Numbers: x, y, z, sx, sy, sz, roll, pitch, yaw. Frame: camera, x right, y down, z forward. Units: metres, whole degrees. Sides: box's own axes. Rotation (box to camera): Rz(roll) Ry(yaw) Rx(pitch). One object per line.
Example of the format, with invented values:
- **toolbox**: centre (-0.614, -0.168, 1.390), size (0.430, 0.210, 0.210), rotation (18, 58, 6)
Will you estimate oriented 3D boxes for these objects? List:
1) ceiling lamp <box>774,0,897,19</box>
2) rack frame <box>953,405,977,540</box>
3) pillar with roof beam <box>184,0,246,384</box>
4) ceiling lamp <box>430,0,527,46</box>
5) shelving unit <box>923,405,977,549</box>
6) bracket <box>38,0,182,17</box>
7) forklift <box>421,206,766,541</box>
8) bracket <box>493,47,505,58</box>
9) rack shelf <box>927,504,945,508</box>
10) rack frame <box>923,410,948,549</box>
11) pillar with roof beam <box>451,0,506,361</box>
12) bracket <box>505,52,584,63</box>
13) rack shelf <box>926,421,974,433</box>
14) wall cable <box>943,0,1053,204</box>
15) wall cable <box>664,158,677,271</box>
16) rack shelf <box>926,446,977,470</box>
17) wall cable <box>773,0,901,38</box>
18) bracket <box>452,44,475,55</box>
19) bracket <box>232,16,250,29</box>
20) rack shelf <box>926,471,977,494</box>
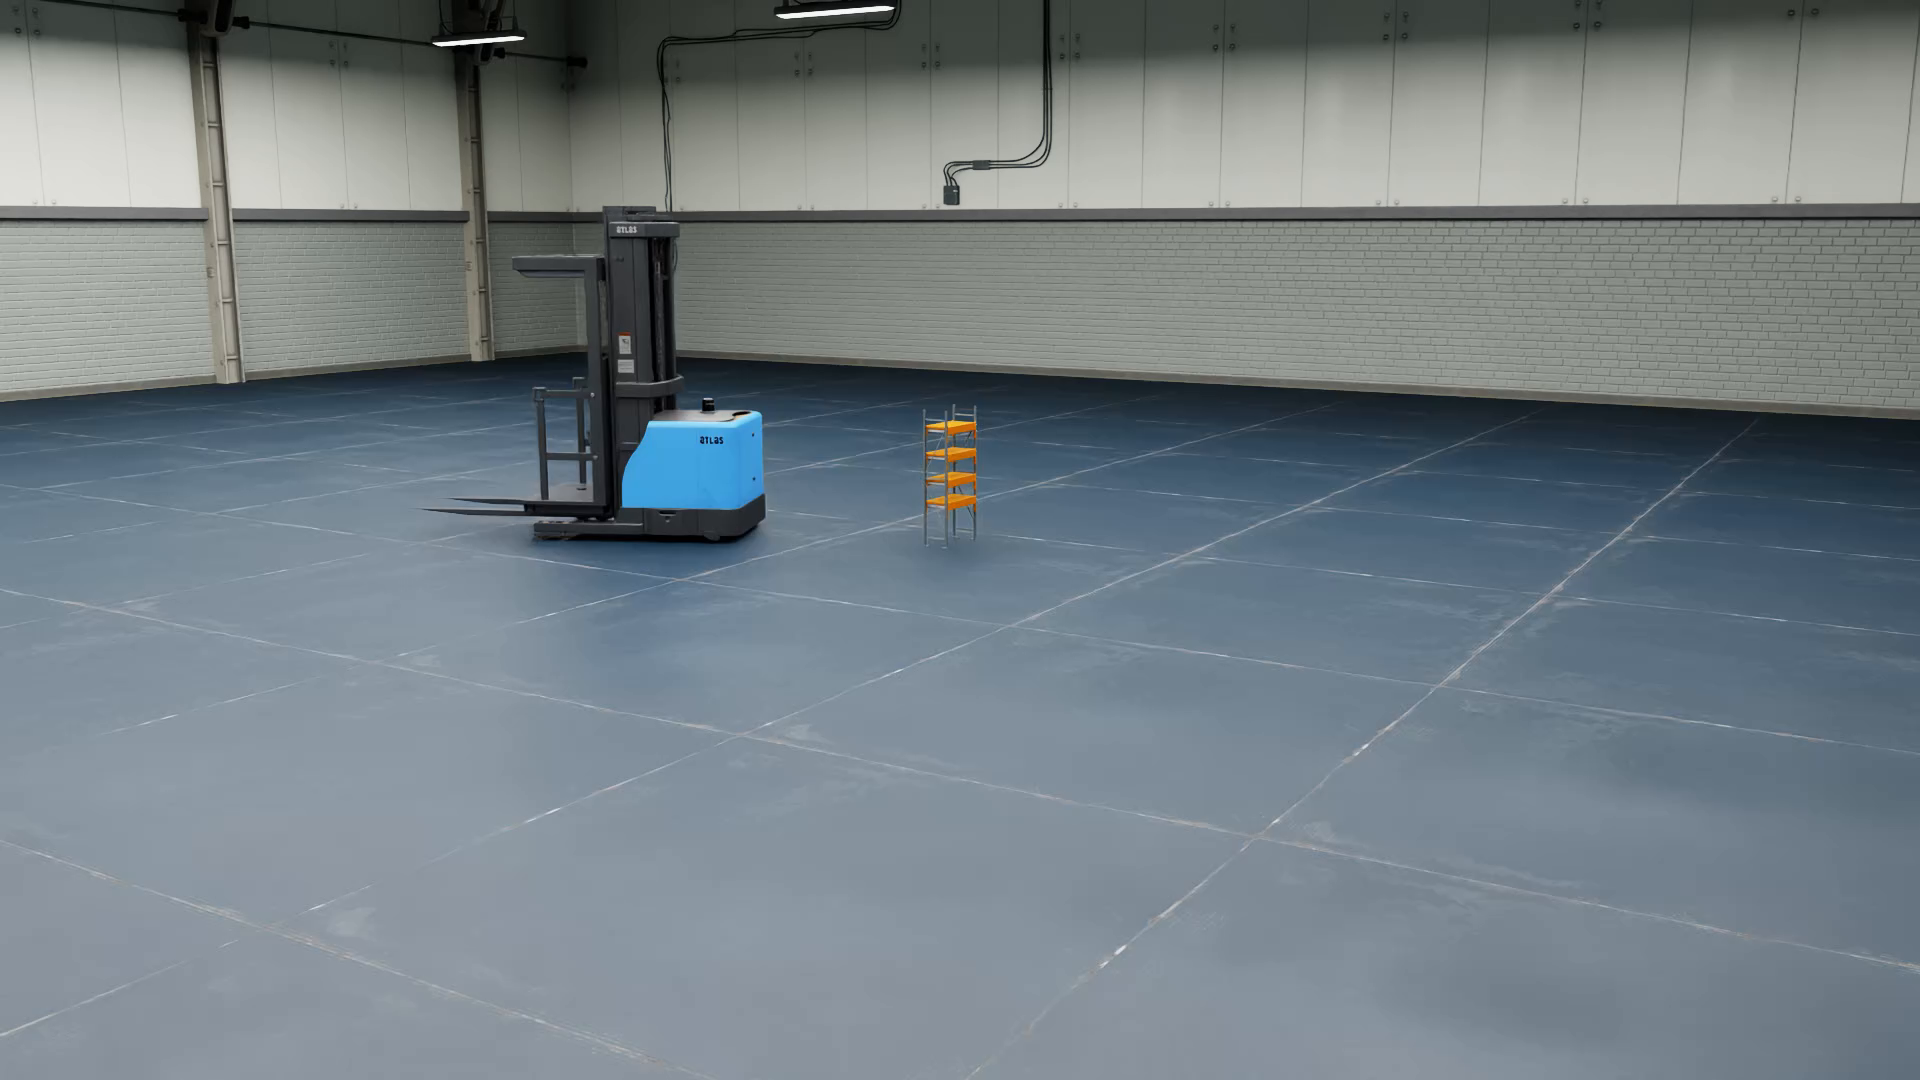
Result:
- **ceiling lamp**: centre (-1.713, -9.318, 24.325), size (2.000, 3.185, 0.800), rotation (6, 12, 31)
- **rack frame**: centre (0.041, -0.602, 14.824), size (0.240, 1.200, 0.015), rotation (6, 12, 31)
- **pillar with roof beam**: centre (-9.518, -6.862, 27.066), size (9.100, 9.000, 0.400), rotation (6, 12, 31)
- **ceiling lamp**: centre (-8.029, -10.024, 28.096), size (2.000, 3.185, 0.800), rotation (6, 12, 31)
- **shelving unit**: centre (-0.086, -0.564, 14.619), size (0.258, 1.200, 0.503), rotation (6, 12, 31)
- **bracket**: centre (-14.447, -8.538, 26.237), size (0.076, 0.066, 4.783), rotation (6, 12, 31)
- **forklift**: centre (-3.378, -1.531, 15.082), size (3.031, 2.935, 1.130), rotation (1, 11, 7)
- **bracket**: centre (-9.564, -10.017, 34.140), size (0.235, 0.232, 0.430), rotation (6, 12, 31)
- **rack shelf**: centre (-0.086, -0.331, 14.663), size (0.199, 0.029, 0.442), rotation (6, 12, 31)
- **rack frame**: centre (-0.213, -0.525, 14.414), size (0.240, 1.200, 0.015), rotation (6, 12, 31)
- **pillar with roof beam**: centre (-6.403, -7.805, 32.106), size (9.100, 9.000, 0.548), rotation (6, 12, 31)
- **bracket**: centre (-8.640, -10.297, 35.634), size (0.076, 0.066, 3.189), rotation (6, 12, 31)
- **rack shelf**: centre (-0.086, -0.988, 14.540), size (0.221, 0.050, 0.457), rotation (6, 12, 31)
- **wall cable**: centre (0.683, -9.316, 30.932), size (2.305, 6.003, 0.169), rotation (6, 12, 31)
- **wall cable**: centre (-7.423, -7.027, 36.389), size (3.097, 2.526, 0.112), rotation (6, 12, 31)
- **rack shelf**: centre (-0.086, -0.717, 14.590), size (0.258, 0.148, 0.480), rotation (6, 12, 31)
- **wall cable**: centre (-2.466, -11.191, 32.546), size (3.097, 2.526, 0.112), rotation (6, 12, 31)
- **bracket**: centre (-9.995, -9.887, 33.442), size (0.235, 0.232, 0.430), rotation (6, 12, 31)
- **bracket**: centre (-12.679, -9.074, 29.099), size (0.235, 0.232, 0.430), rotation (6, 12, 31)
- **rack shelf**: centre (-0.086, -0.498, 14.632), size (0.258, 0.148, 0.480), rotation (6, 12, 31)
